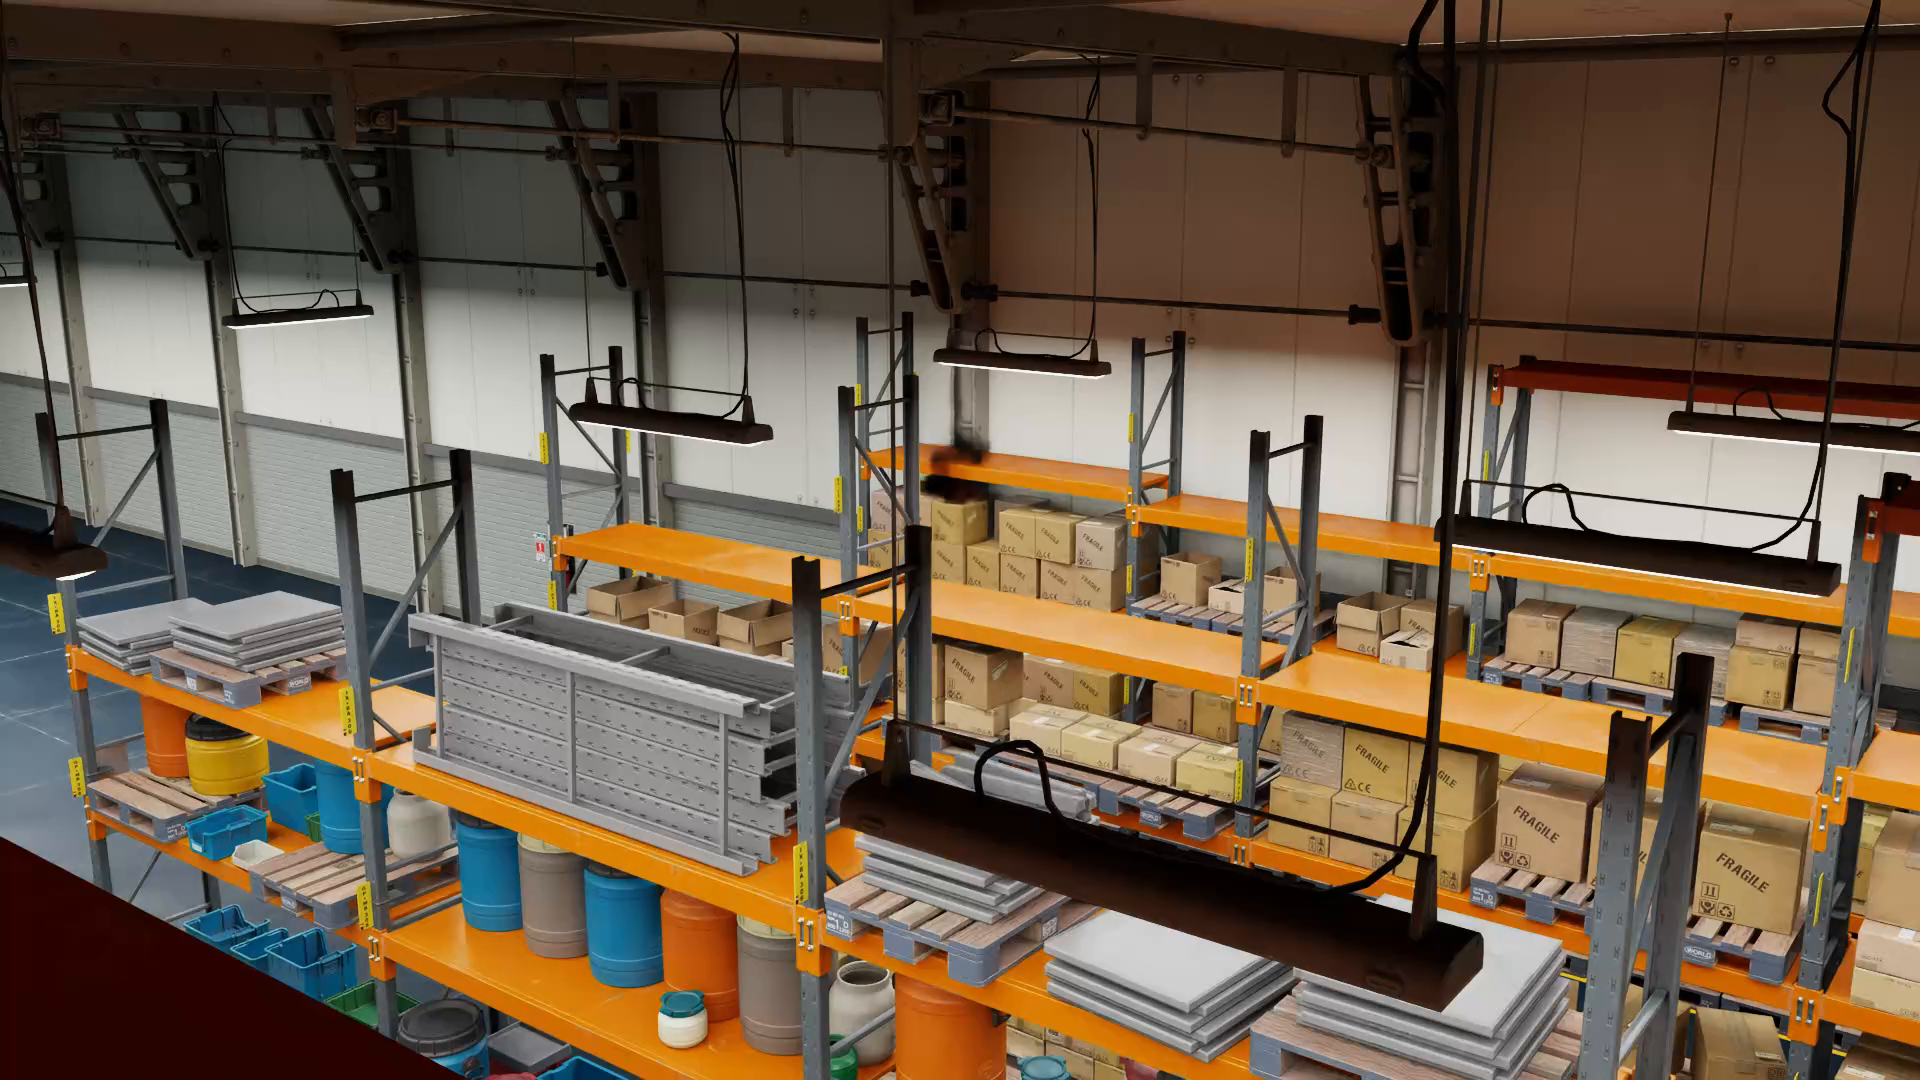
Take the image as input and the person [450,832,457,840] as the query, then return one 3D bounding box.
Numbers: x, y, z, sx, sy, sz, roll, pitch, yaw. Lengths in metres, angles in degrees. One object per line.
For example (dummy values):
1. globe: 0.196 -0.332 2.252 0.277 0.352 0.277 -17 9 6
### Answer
1. person: -6.132 2.940 18.843 0.813 1.676 0.623 -7 15 -26
